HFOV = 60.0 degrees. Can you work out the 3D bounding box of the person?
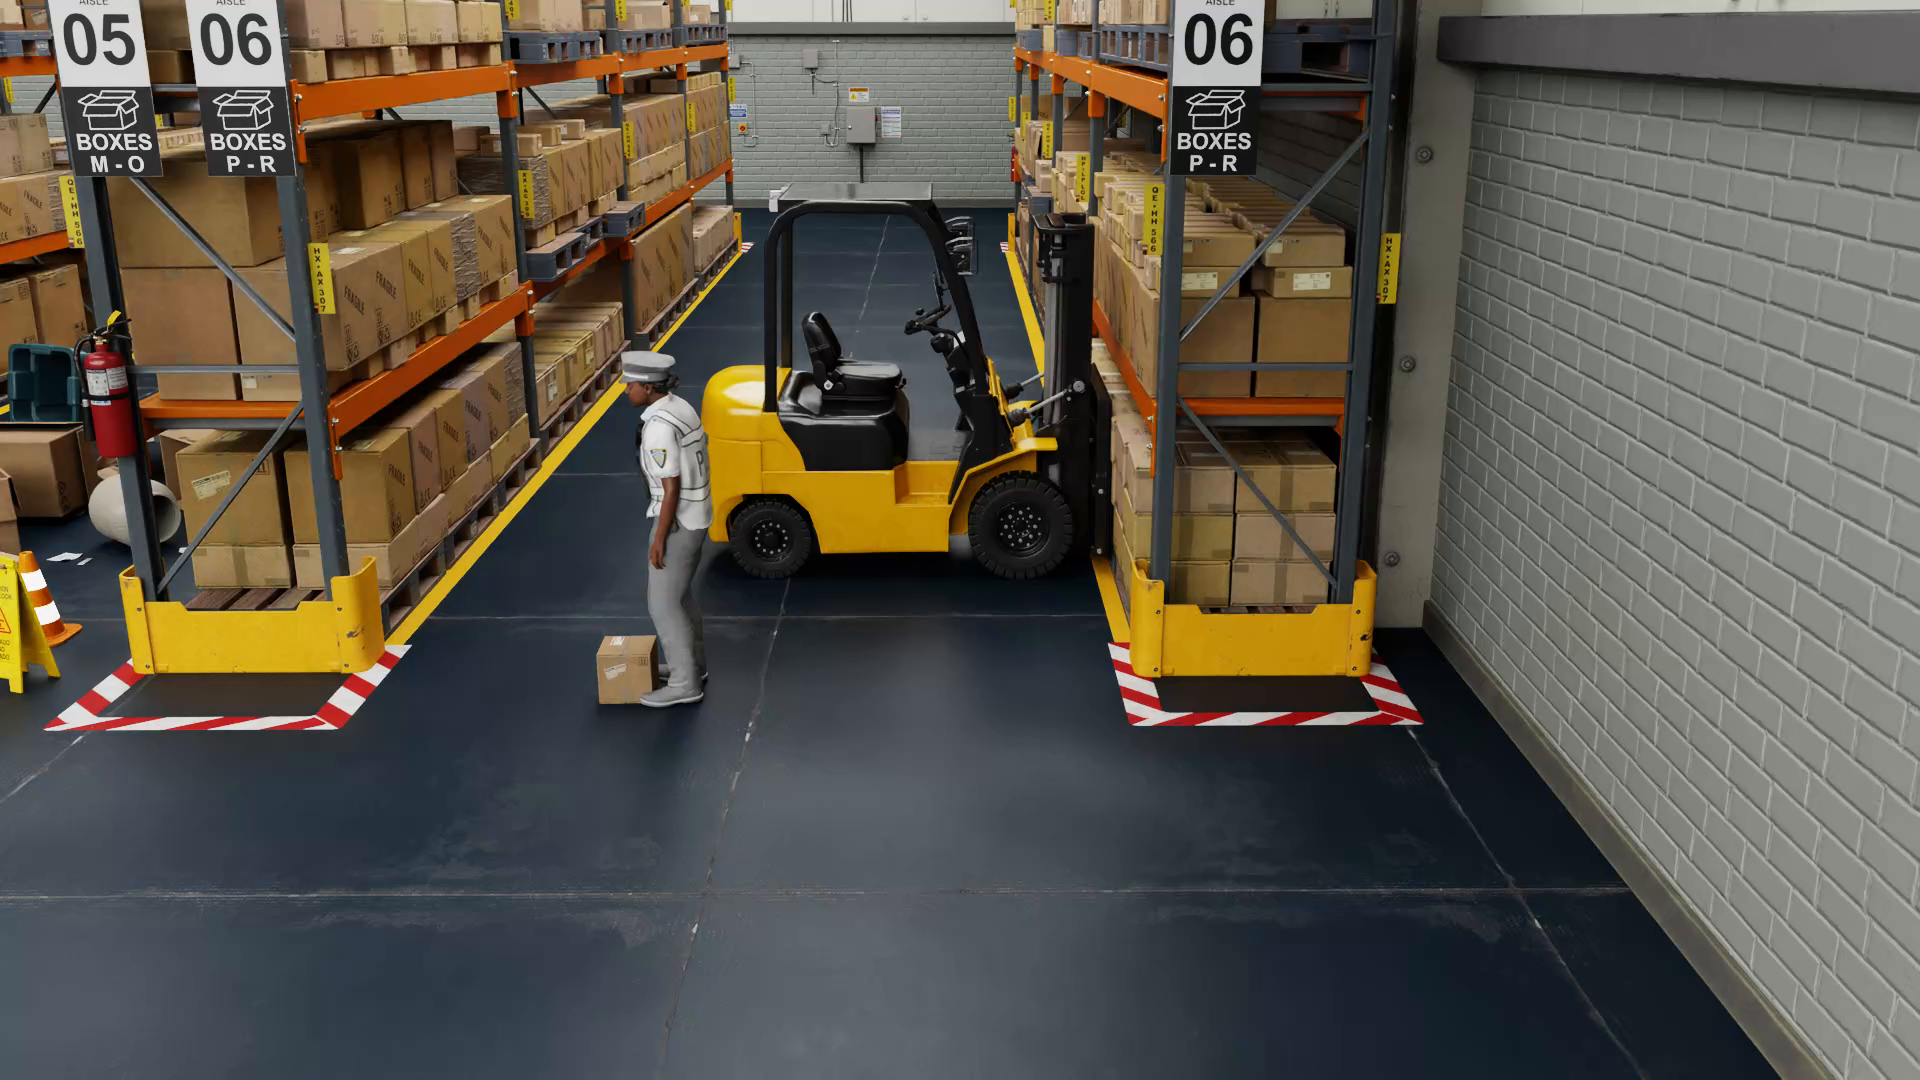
[{"bbox_3d":[-1.345,-0.060,7.741,0.396,1.658,0.504,0,17,-1],"label":"person"}]
